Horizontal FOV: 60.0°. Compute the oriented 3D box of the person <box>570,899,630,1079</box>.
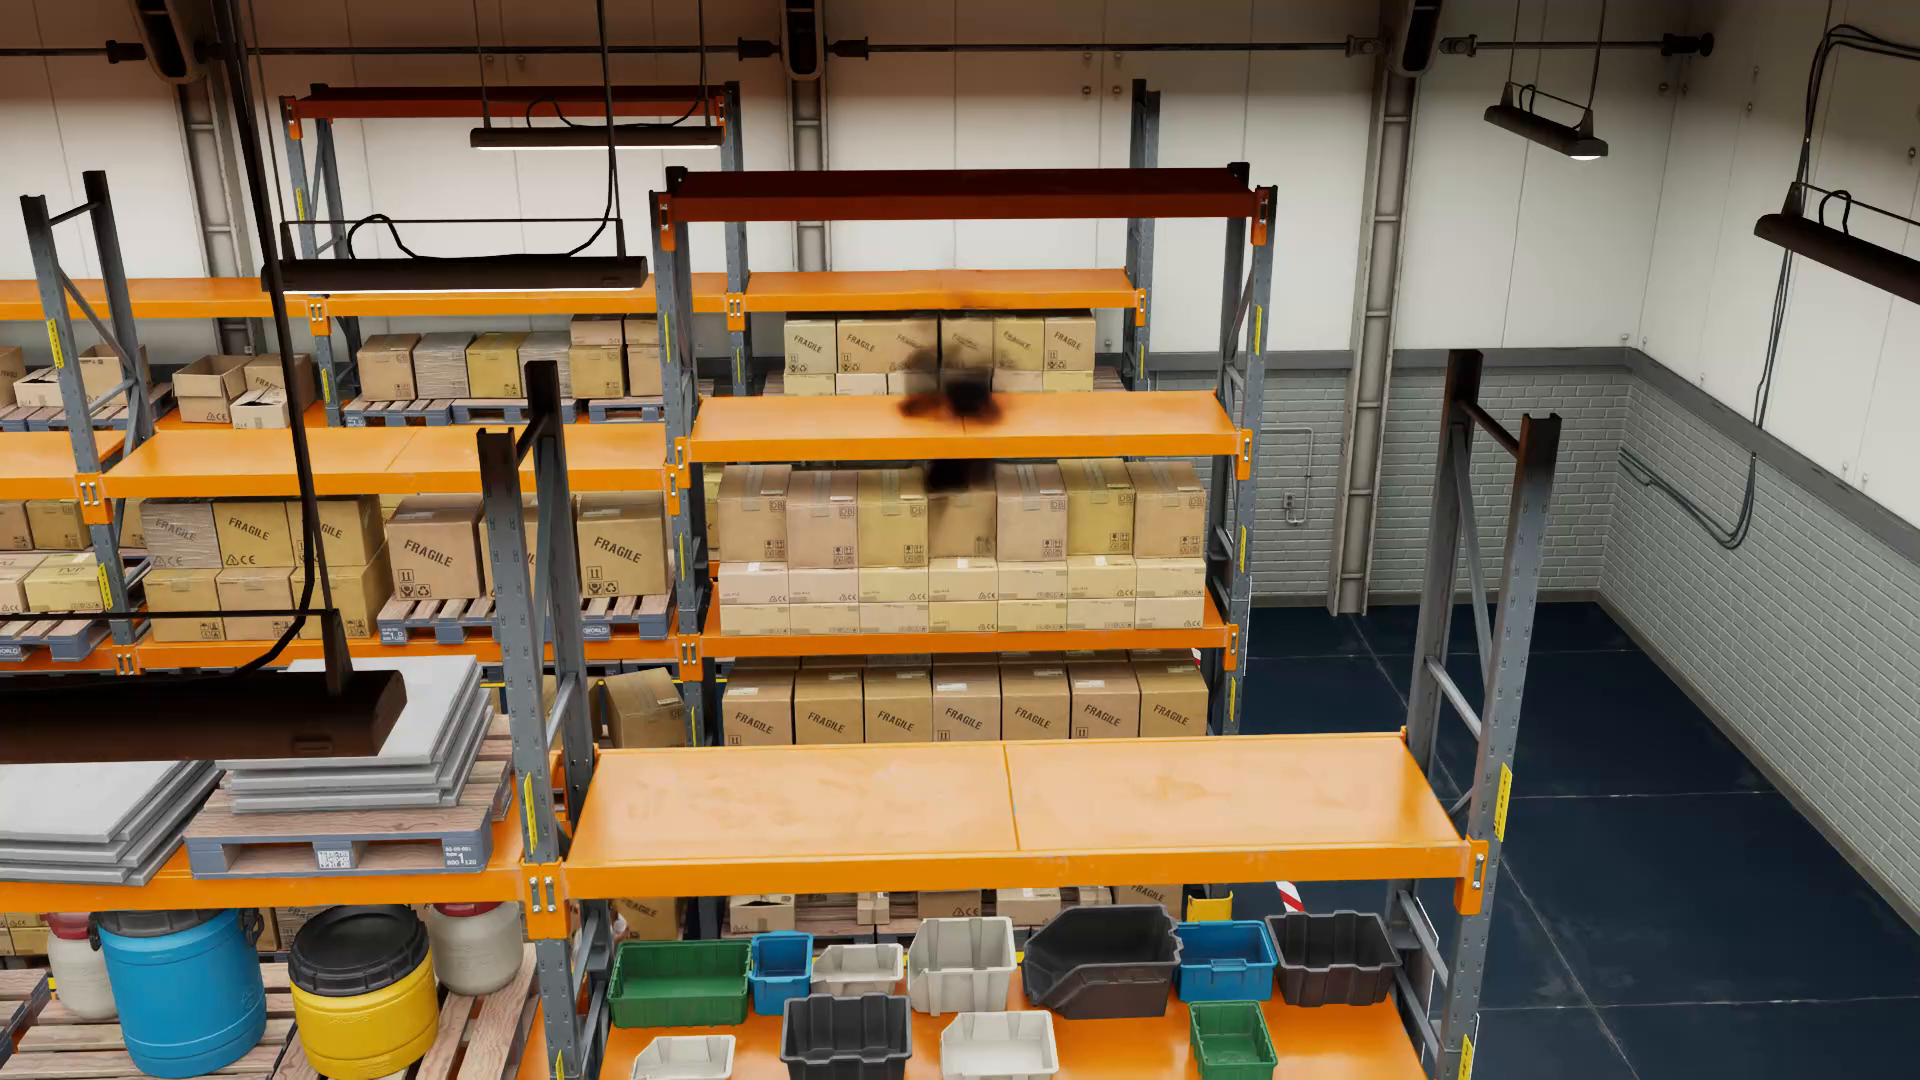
[{"bbox_3d":[-2.394,3.017,11.139,0.928,1.645,0.575,-3,22,-7],"label":"person"}]
